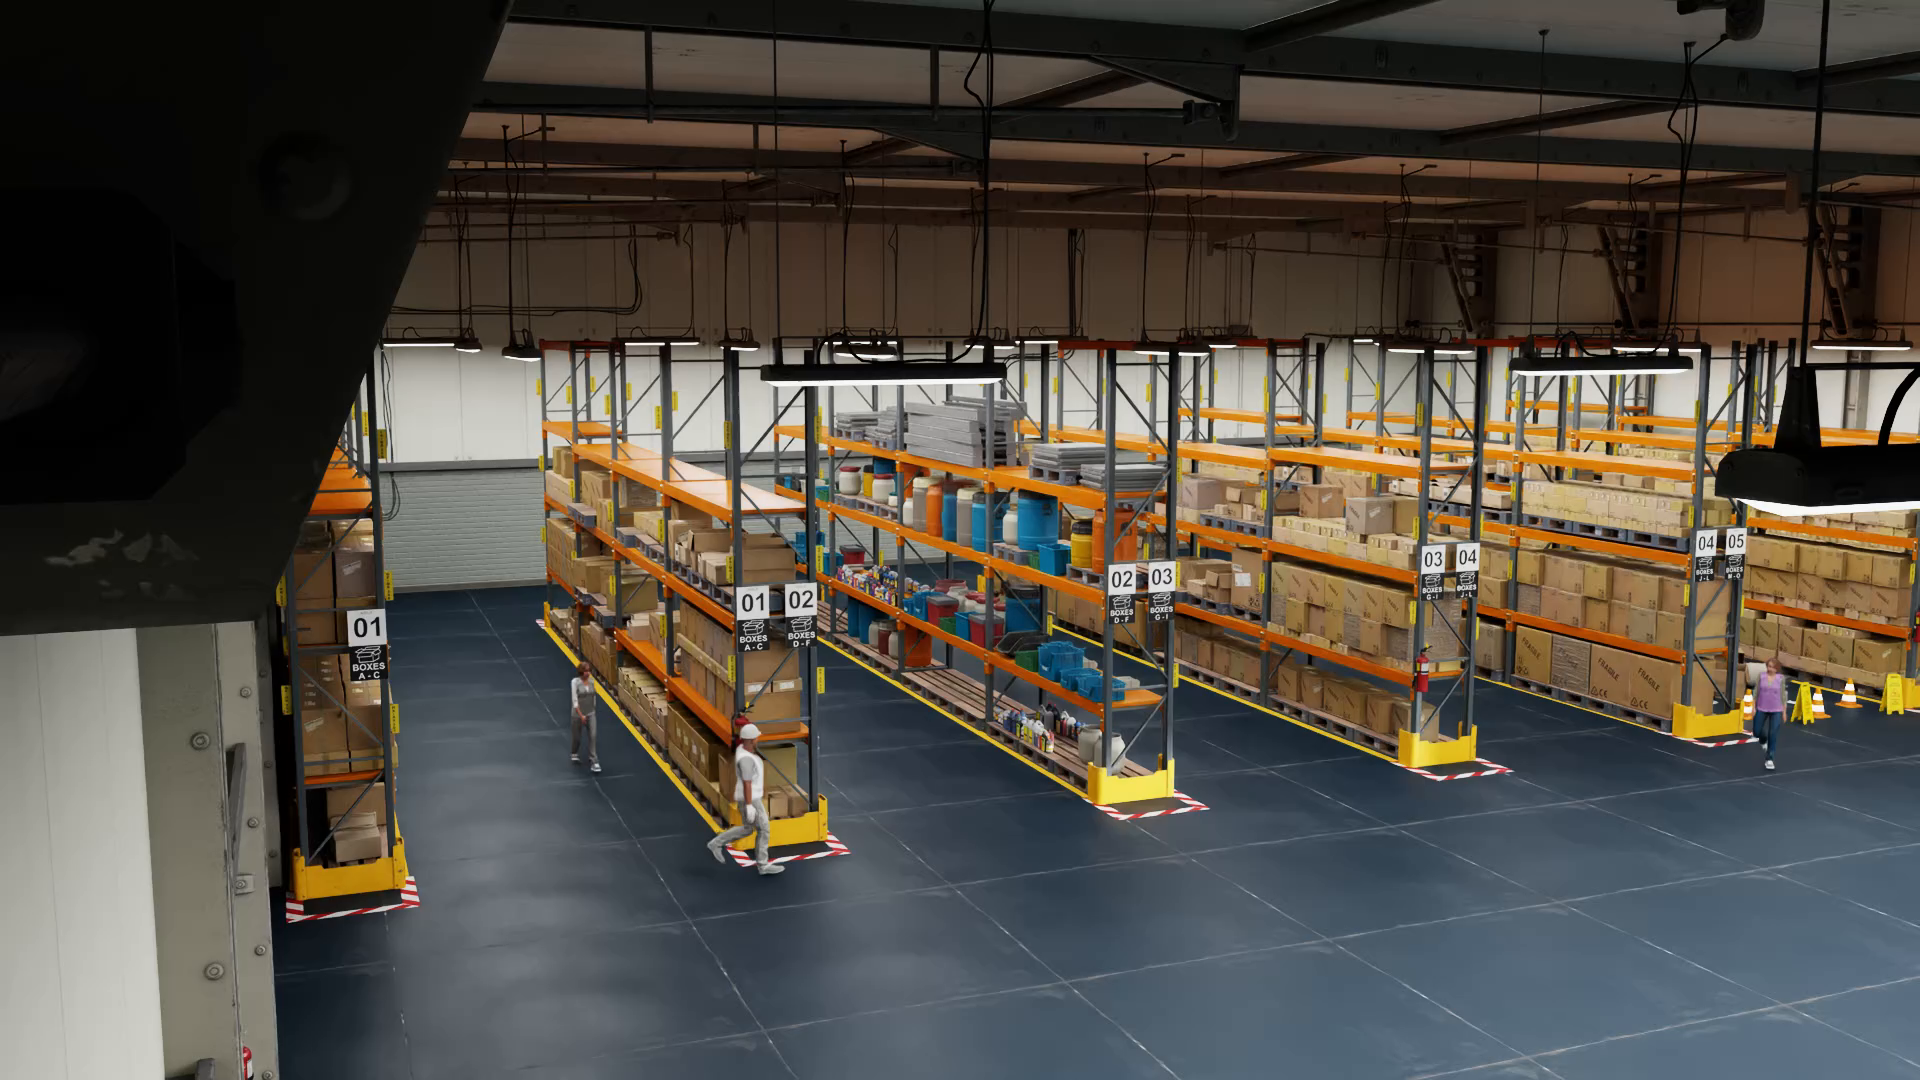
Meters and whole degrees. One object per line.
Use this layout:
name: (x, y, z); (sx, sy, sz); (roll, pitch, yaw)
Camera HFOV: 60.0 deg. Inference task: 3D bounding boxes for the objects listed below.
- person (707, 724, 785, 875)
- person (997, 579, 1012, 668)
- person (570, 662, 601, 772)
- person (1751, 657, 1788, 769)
person: (-2.486, 2.976, 19.189); (0.915, 1.749, 0.643); (0, 7, -3)
person: (0.824, 1.478, 29.365); (0.567, 1.598, 0.518); (-7, 10, -43)
person: (-5.335, 2.489, 23.735); (0.404, 1.519, 0.964); (-5, 9, -32)
person: (11.614, 2.446, 23.849); (0.472, 1.583, 0.598); (5, 9, 32)
